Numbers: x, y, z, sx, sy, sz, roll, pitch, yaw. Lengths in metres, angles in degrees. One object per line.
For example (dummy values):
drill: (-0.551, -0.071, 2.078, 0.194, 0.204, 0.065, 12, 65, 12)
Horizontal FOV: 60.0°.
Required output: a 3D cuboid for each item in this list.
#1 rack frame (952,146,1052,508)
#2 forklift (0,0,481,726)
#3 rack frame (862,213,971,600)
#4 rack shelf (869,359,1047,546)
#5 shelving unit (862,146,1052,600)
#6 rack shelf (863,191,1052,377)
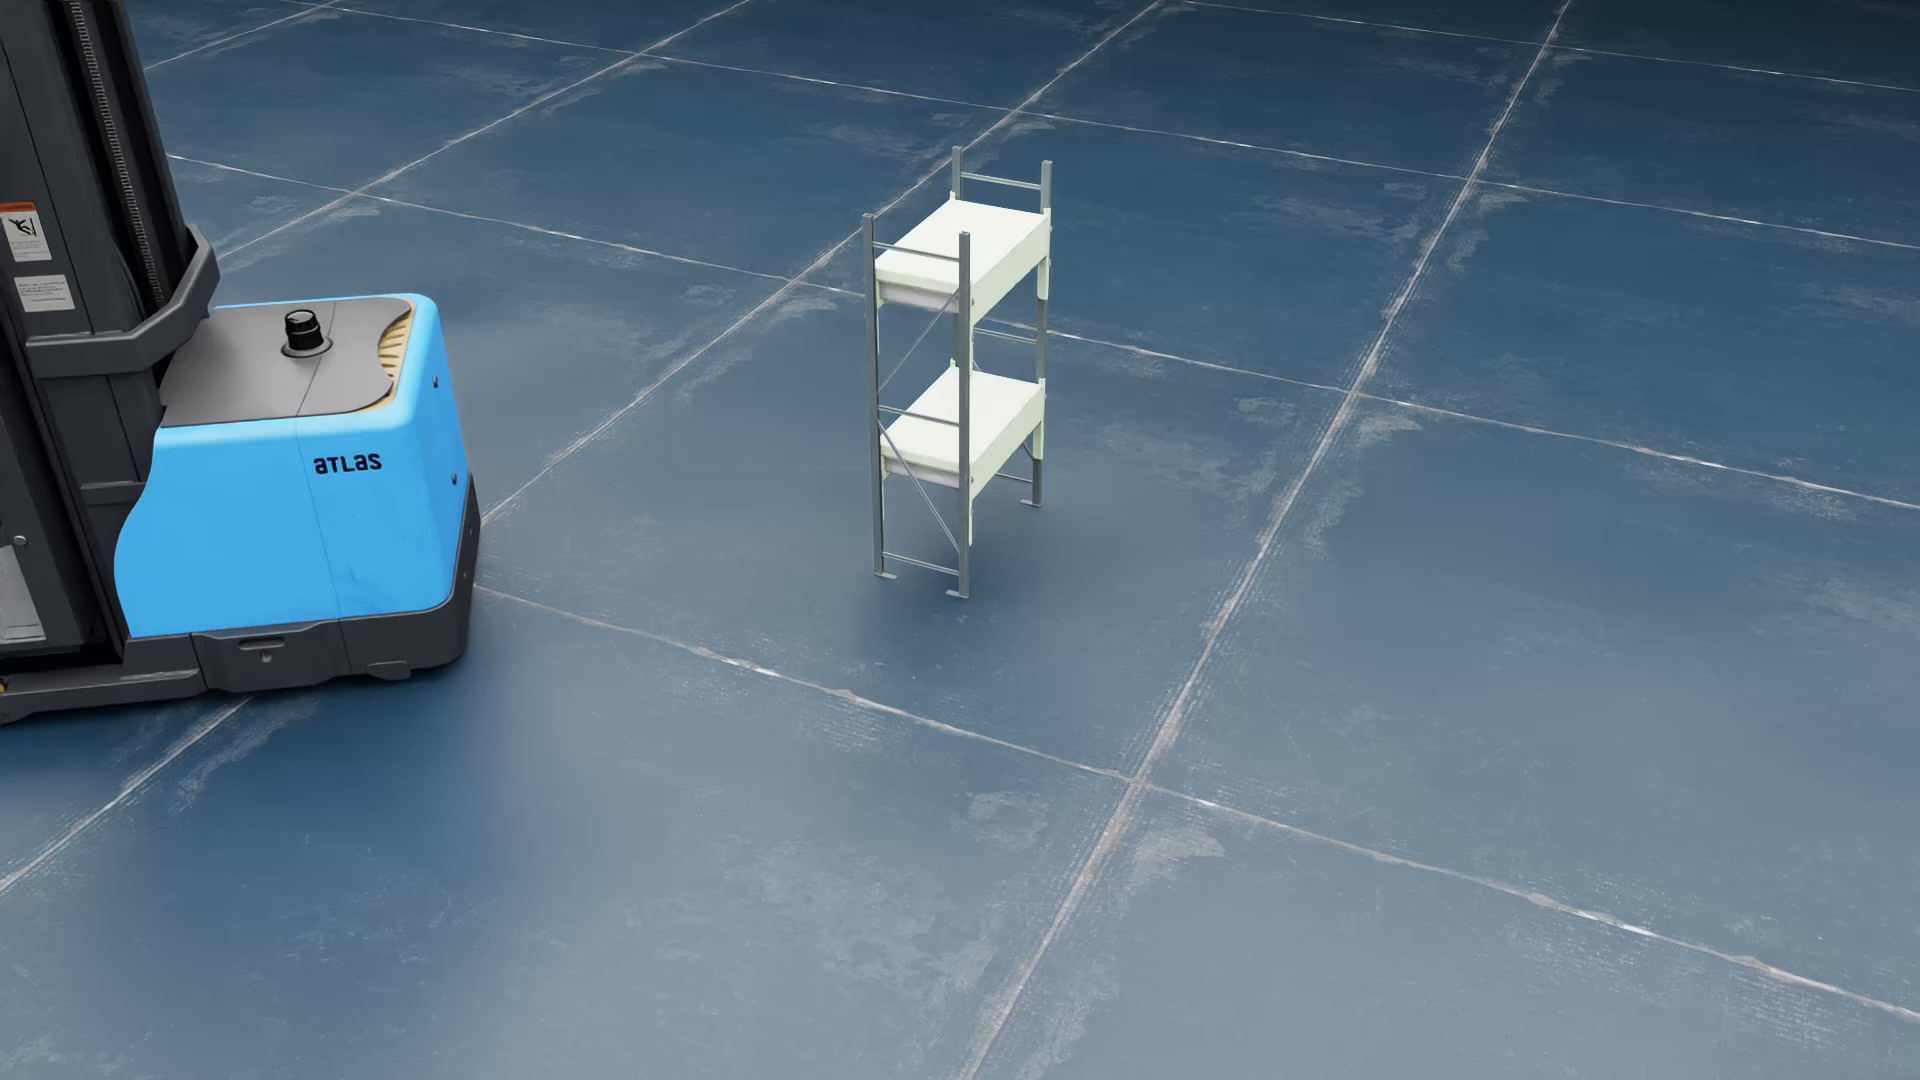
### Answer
rack frame: (0.156, -0.813, 6.622, 0.400, 1.500, 0.023, 14, 36, 20)
forklift: (-3.359, -0.866, 5.398, 3.031, 2.935, 1.130, -5, 34, -8)
rack frame: (-0.150, -0.448, 6.066, 0.400, 1.500, 0.023, 14, 36, 20)
rack shelf: (0.003, -0.358, 6.523, 0.431, 0.370, 0.720, 14, 36, 20)
shelving unit: (0.003, -0.631, 6.344, 0.431, 1.500, 0.755, 14, 36, 20)
rack shelf: (0.003, -0.957, 6.130, 0.431, 0.370, 0.720, 14, 36, 20)
